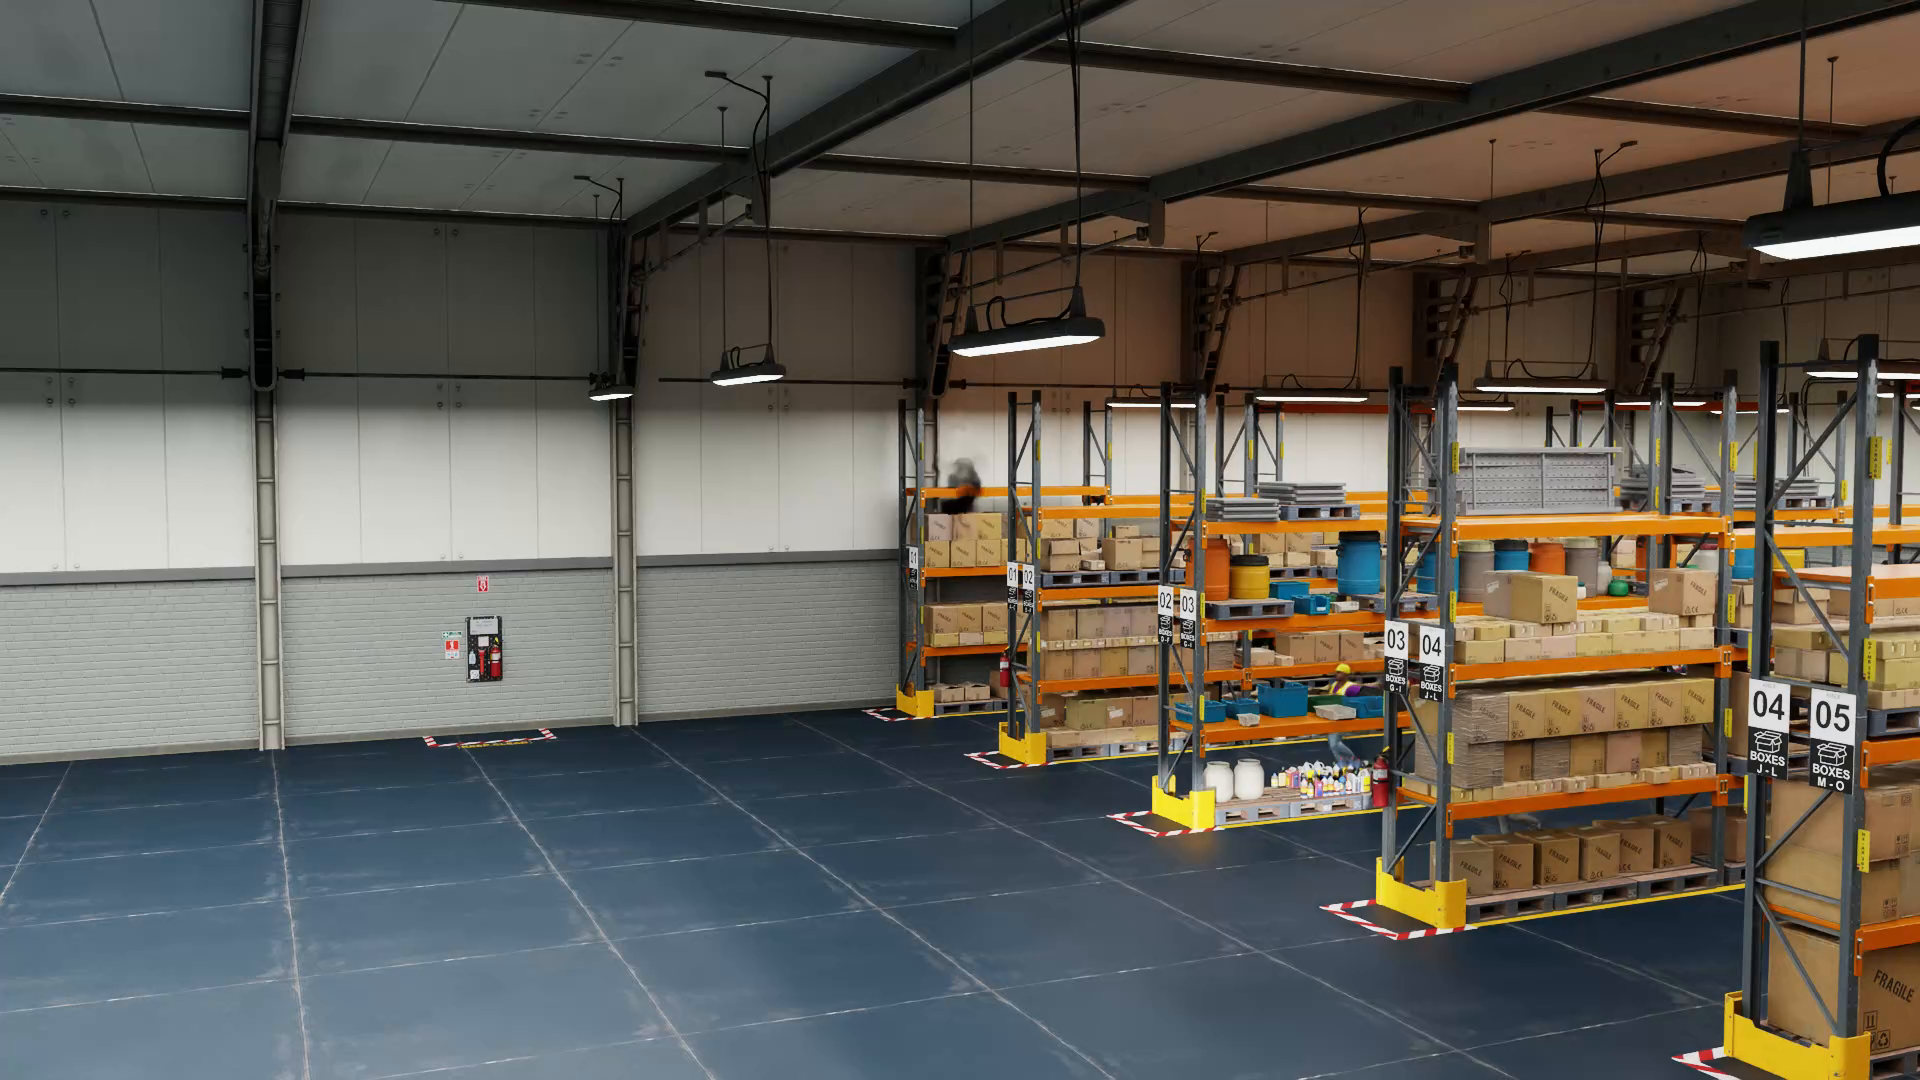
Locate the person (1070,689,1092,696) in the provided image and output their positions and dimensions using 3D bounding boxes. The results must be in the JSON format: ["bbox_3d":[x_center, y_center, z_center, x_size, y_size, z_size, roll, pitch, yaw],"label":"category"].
[{"bbox_3d":[2.248,2.598,29.382,0.829,1.756,0.675,-2,4,-35],"label":"person"}]

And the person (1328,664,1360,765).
[{"bbox_3d":[5.857,2.783,25.766,0.582,1.720,0.688,-2,4,-24],"label":"person"}]

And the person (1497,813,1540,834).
[{"bbox_3d":[7.032,3.155,20.957,0.674,1.596,0.540,-1,4,-21],"label":"person"}]
